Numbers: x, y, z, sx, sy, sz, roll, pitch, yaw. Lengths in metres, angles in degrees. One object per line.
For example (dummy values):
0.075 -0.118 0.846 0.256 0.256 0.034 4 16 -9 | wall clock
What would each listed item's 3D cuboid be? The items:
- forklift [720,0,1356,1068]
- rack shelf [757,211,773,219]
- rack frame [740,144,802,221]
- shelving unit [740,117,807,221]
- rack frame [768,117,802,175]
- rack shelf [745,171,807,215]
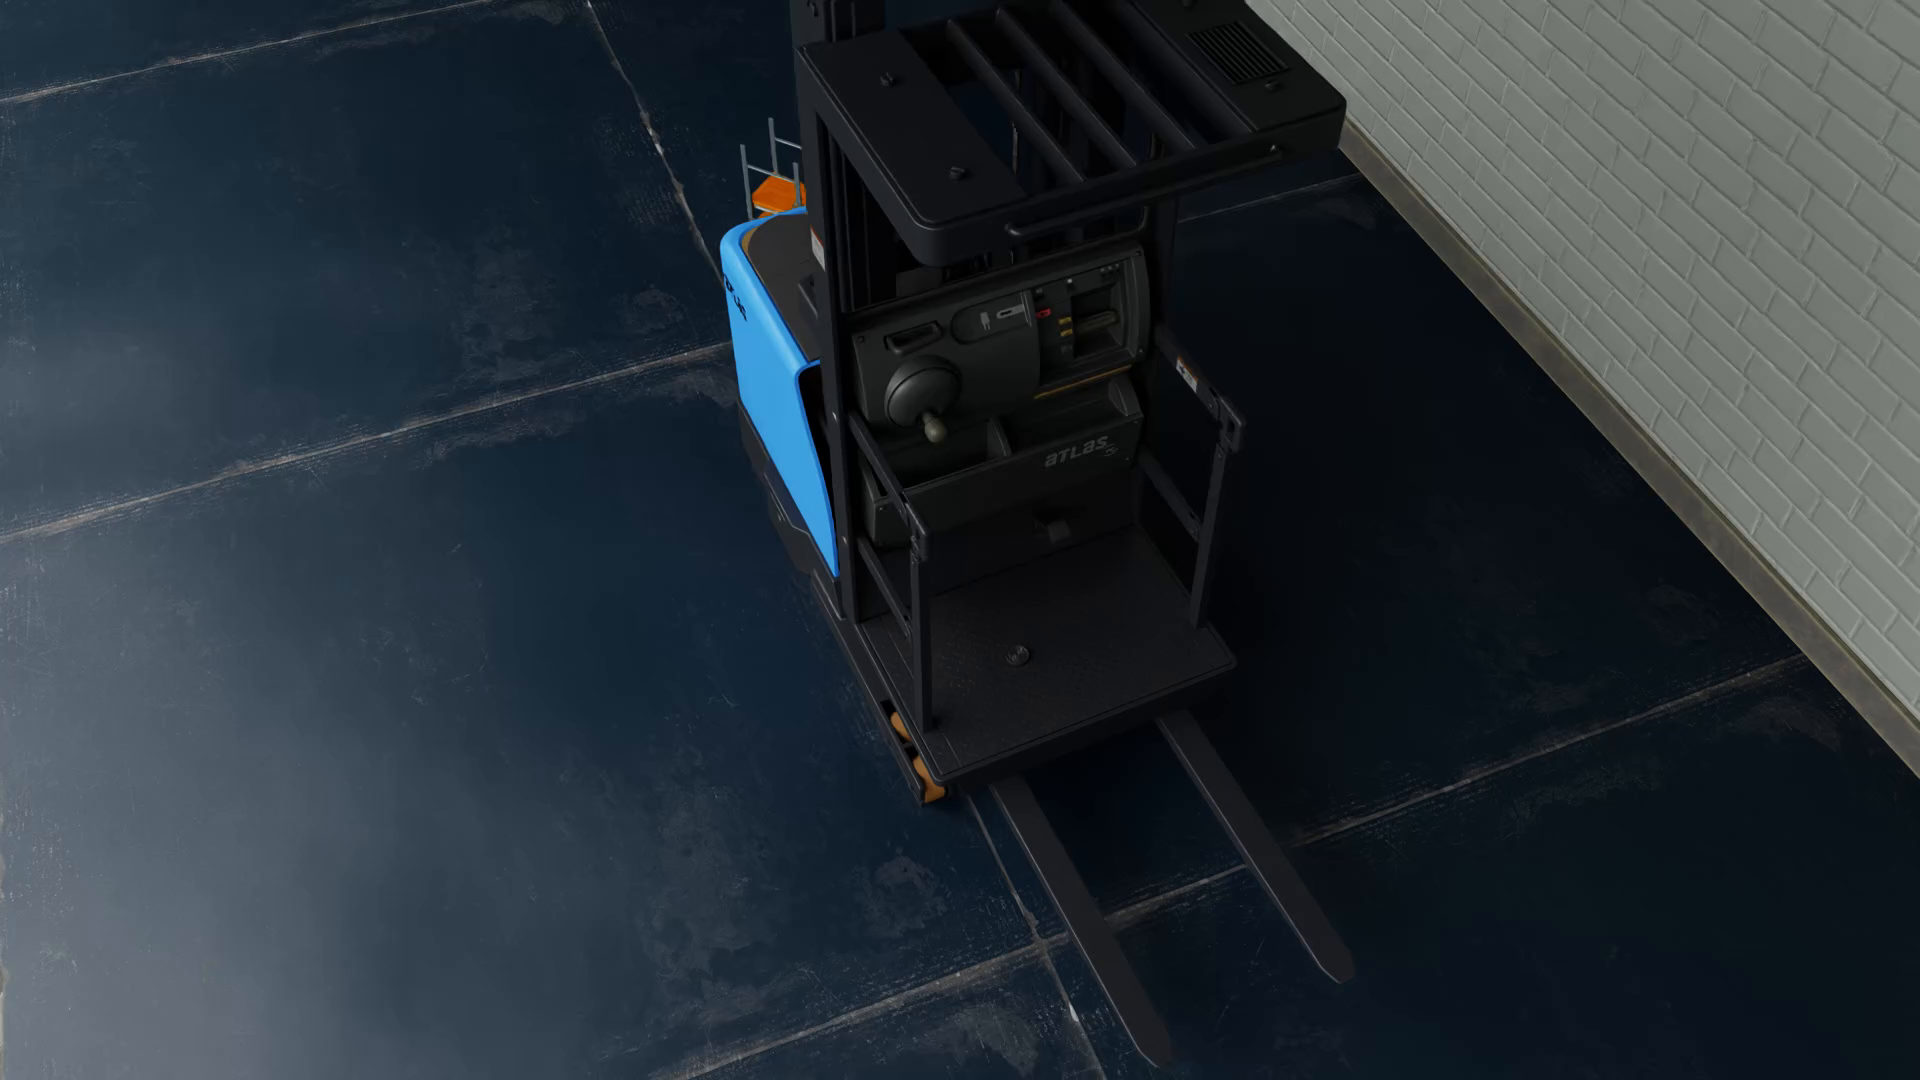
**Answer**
0.224 -0.471 4.723 1.130 2.935 3.031 -19 52 -16 | forklift
-0.627 -1.148 6.186 0.258 0.103 0.180 22 53 18 | rack shelf
-0.671 -0.959 6.281 0.240 1.200 0.006 22 53 18 | rack frame
-0.628 -1.020 6.334 0.258 1.200 0.189 22 53 18 | shelving unit
-0.584 -1.081 6.387 0.240 1.200 0.006 22 53 18 | rack frame
-0.626 -1.227 6.096 0.258 0.103 0.180 22 53 18 | rack shelf
